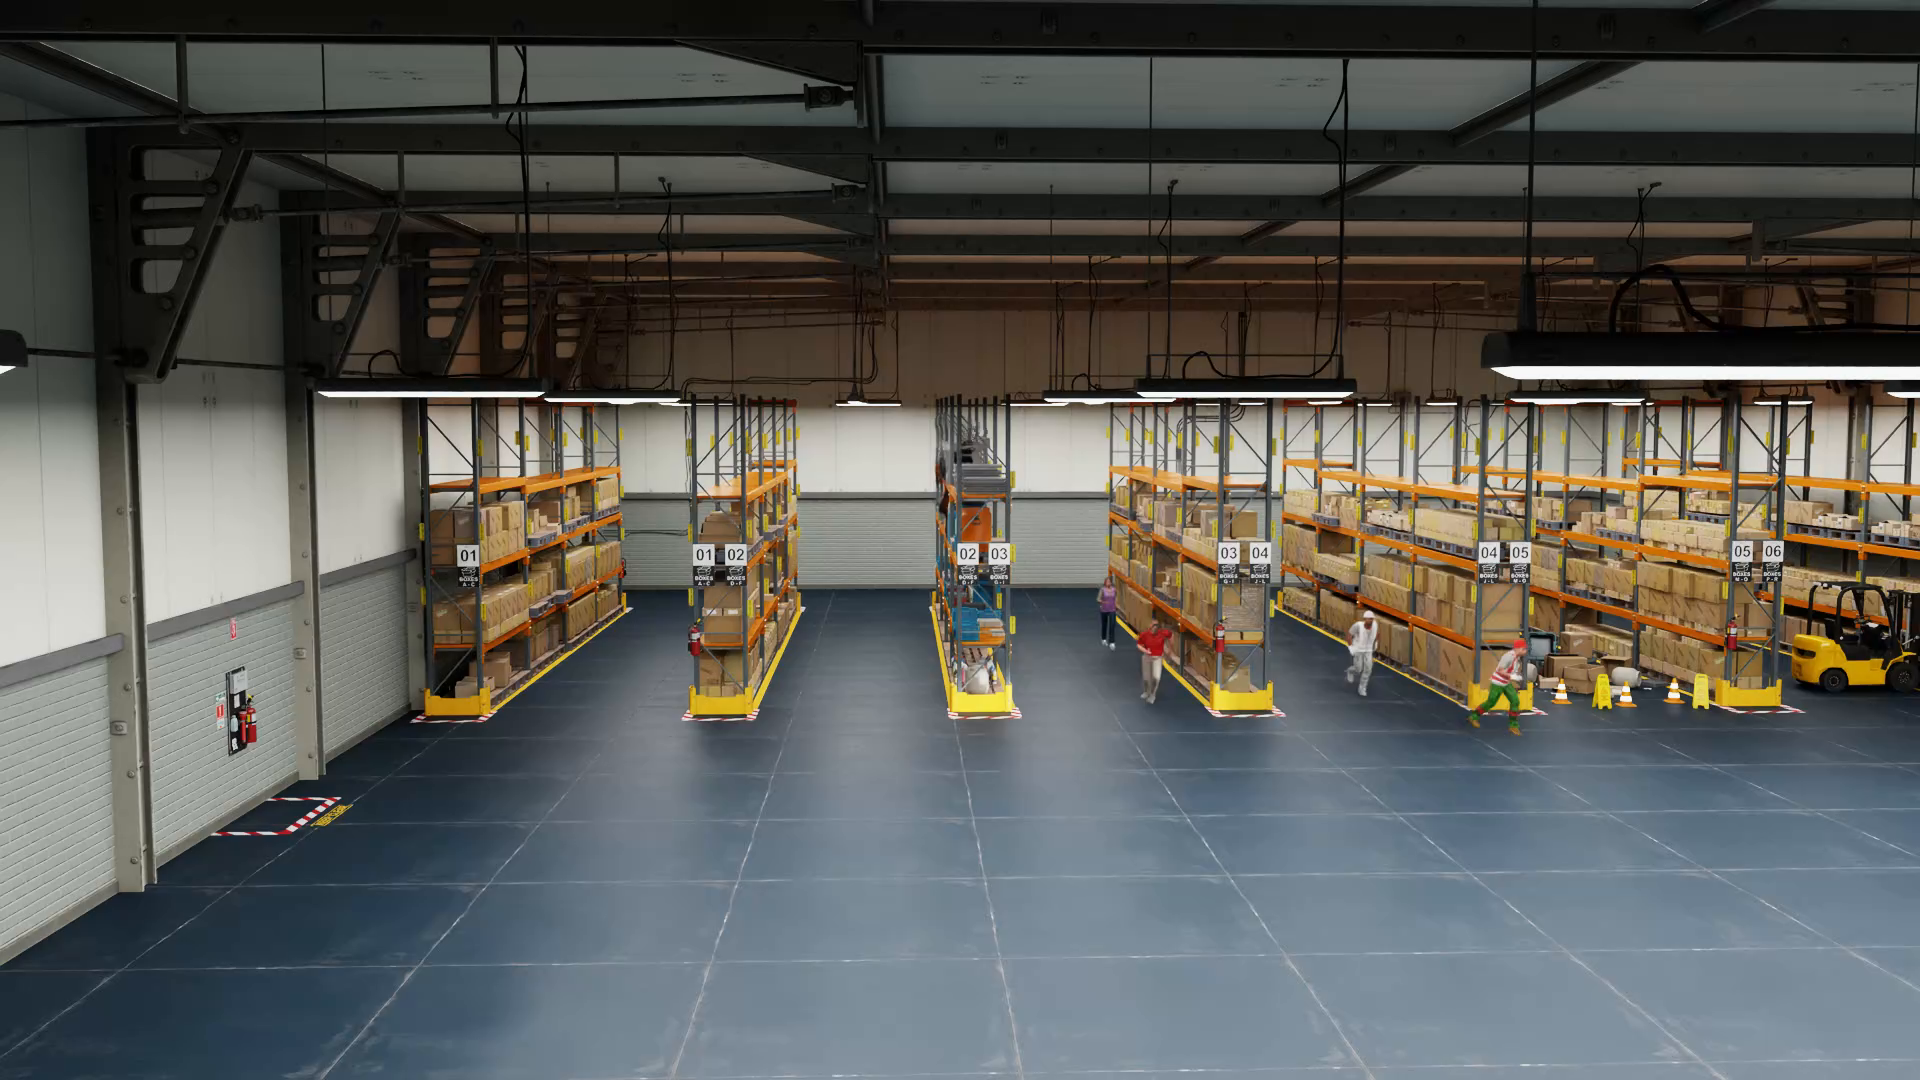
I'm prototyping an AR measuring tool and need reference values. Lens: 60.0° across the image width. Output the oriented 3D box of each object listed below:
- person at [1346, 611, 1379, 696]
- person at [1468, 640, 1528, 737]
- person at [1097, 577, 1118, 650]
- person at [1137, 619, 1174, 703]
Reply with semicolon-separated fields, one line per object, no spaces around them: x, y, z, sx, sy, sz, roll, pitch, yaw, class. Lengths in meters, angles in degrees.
8.093;2.253;33.535;0.681;1.723;0.912;-2;5;-19;person
9.509;2.588;29.357;1.044;1.732;0.704;3;6;37;person
3.365;1.644;37.778;0.537;1.615;0.809;-1;5;-7;person
3.798;2.361;32.401;0.708;1.691;0.857;1;5;8;person
